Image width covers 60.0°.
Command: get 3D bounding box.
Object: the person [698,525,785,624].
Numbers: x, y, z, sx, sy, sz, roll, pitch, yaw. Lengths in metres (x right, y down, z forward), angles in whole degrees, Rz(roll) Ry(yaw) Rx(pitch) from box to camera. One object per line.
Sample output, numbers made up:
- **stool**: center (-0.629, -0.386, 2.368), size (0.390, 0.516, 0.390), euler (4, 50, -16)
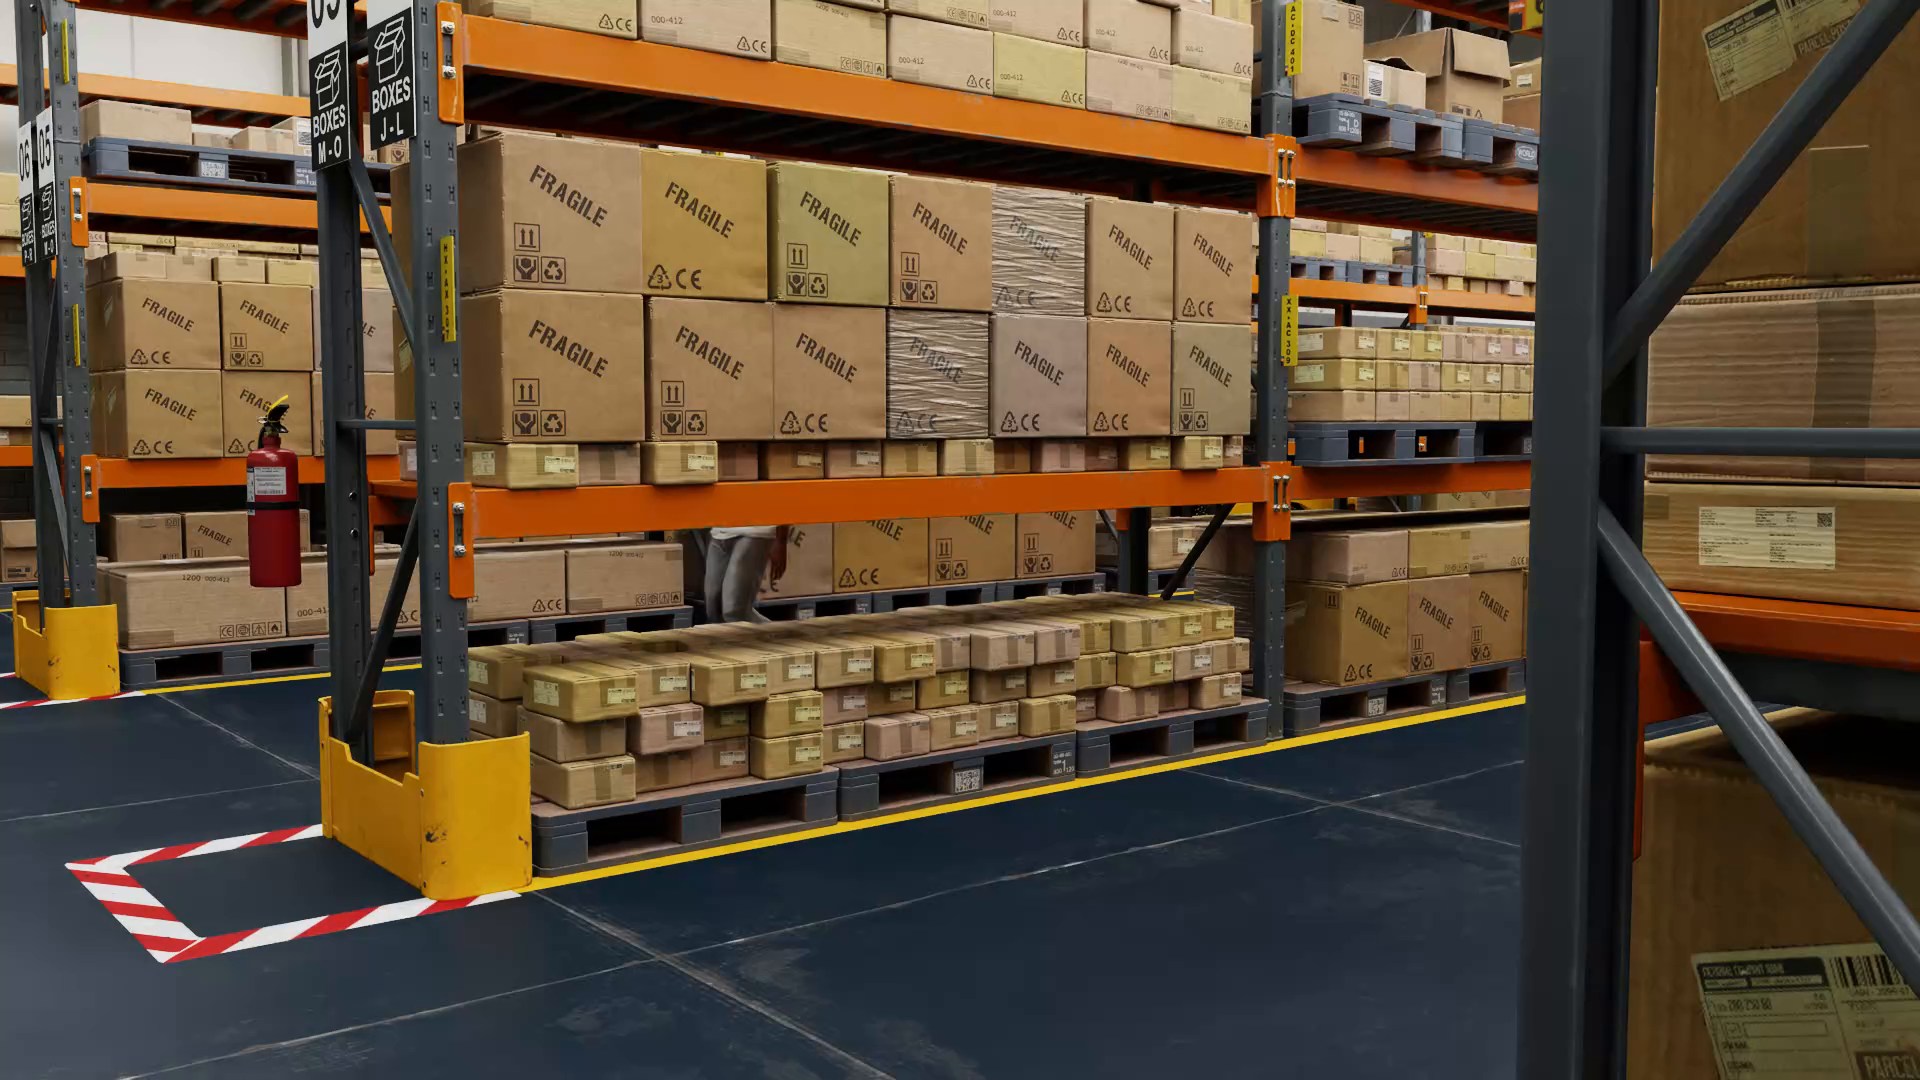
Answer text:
- **person**: center (-1.134, -0.014, 8.793), size (0.573, 1.753, 0.672), euler (4, 6, 44)
